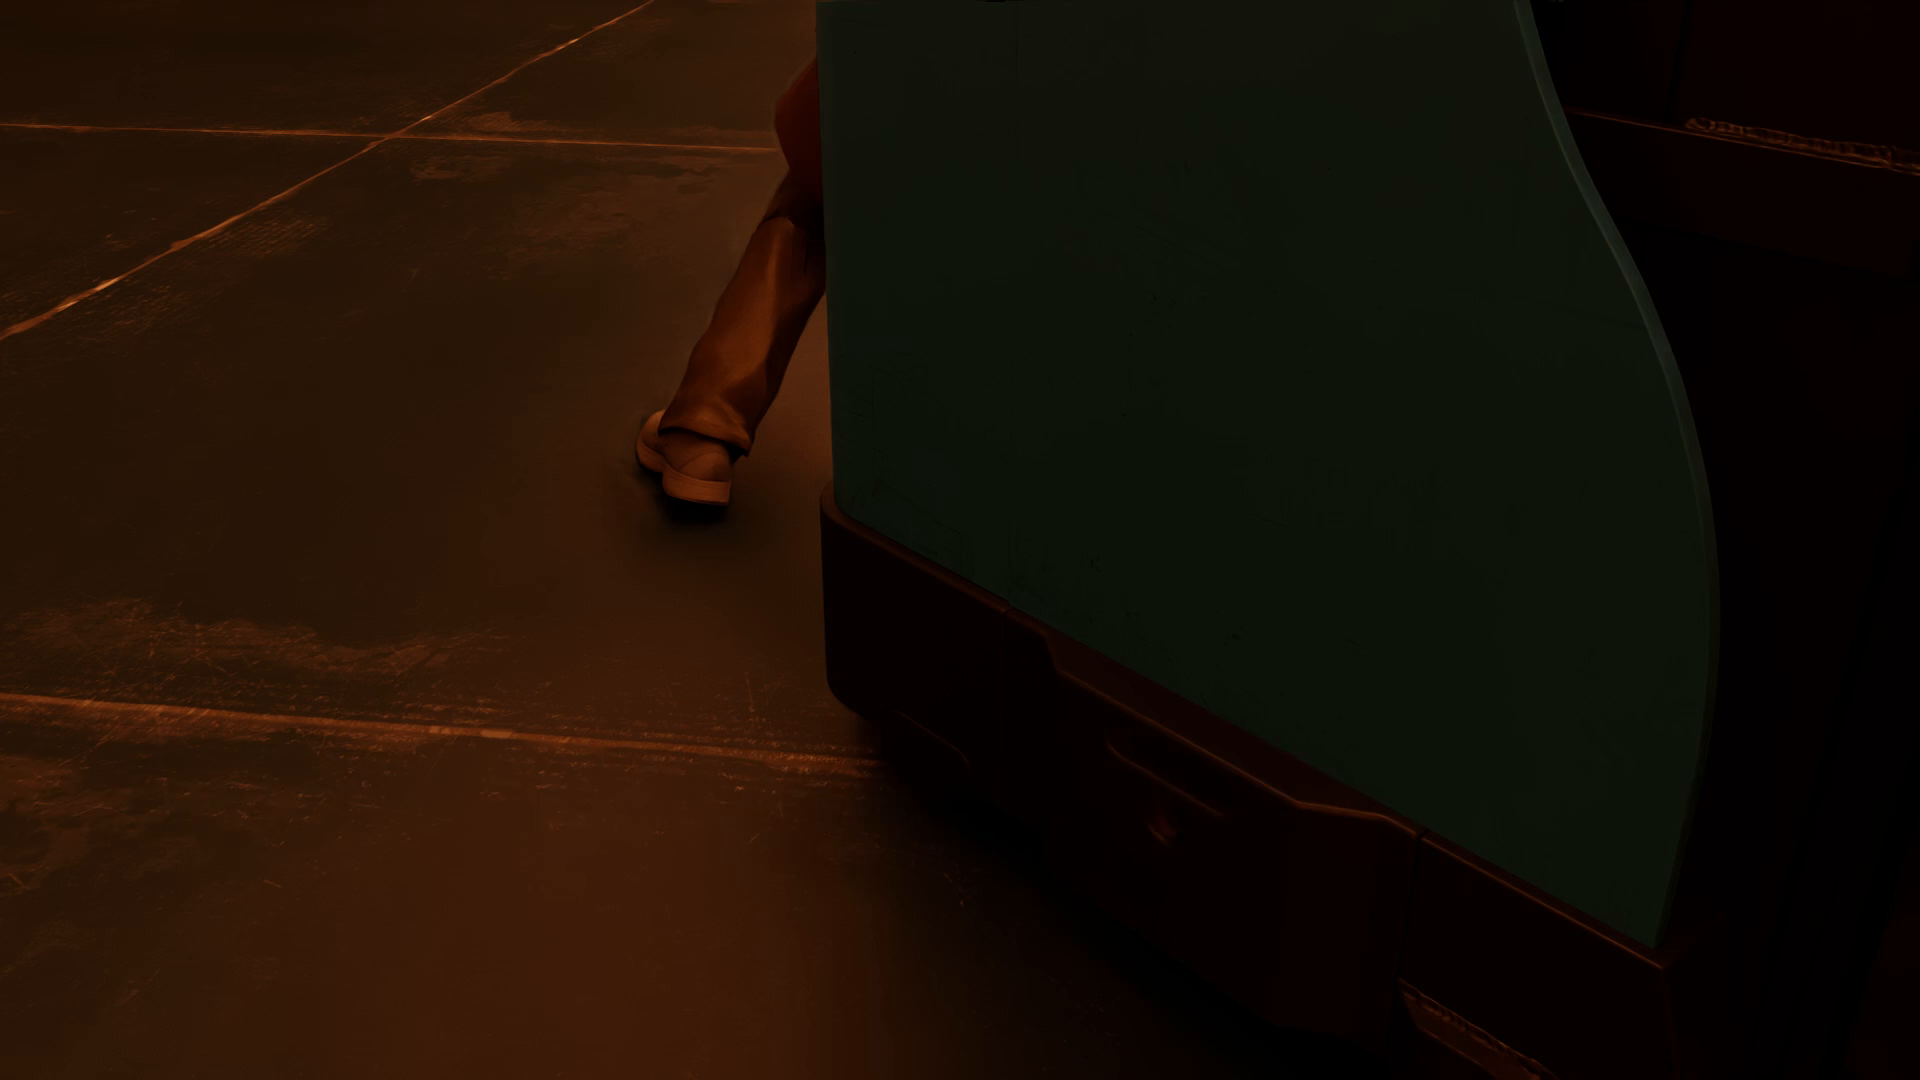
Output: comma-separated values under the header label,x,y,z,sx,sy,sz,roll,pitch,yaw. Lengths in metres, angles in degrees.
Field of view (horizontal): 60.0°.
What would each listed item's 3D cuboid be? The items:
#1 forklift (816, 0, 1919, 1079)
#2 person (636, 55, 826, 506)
label,x,y,z,sx,sy,sz,roll,pitch,yaw
forklift,1.185,-0.732,0.684,1.130,2.935,3.031,-21,33,-36
person,-0.026,-0.926,2.816,1.059,1.416,1.261,-1,27,-2
